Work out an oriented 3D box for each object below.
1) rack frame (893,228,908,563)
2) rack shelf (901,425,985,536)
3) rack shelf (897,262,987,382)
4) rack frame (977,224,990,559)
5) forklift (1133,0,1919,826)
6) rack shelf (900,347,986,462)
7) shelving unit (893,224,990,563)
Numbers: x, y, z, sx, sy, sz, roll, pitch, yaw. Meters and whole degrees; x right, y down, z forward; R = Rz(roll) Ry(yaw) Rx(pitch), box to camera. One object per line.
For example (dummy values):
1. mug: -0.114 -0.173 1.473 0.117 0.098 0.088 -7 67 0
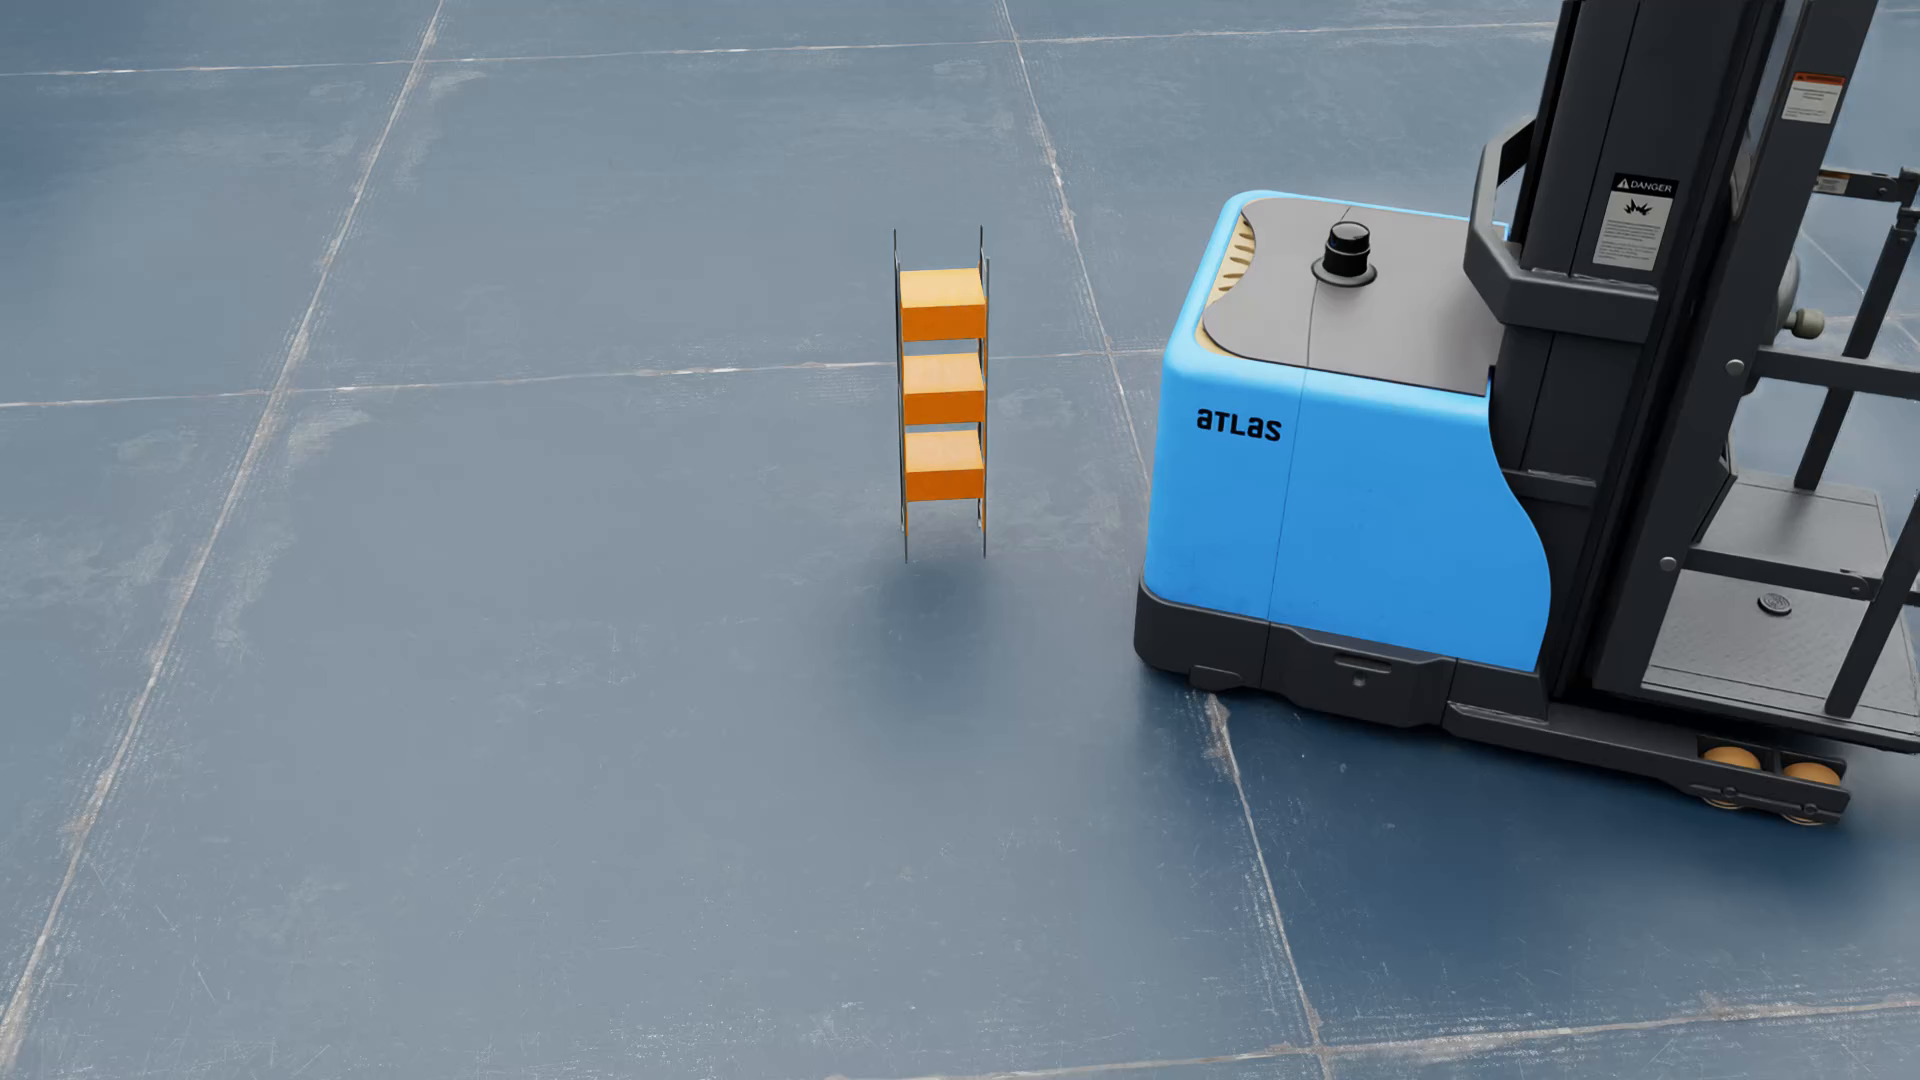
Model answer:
1. rack frame: -0.175 -0.403 4.913 0.008 1.050 0.200 -3 38 -4
2. rack shelf: -0.053 -0.183 5.100 0.240 0.259 0.215 -3 38 -4
3. rack shelf: -0.053 -0.624 4.752 0.240 0.259 0.215 -3 38 -4
4. rack frame: 0.068 -0.416 4.930 0.008 1.050 0.200 -3 38 -4
5. forklift: 2.071 -0.781 3.873 3.031 2.935 1.130 11 40 13
6. rack shelf: -0.053 -0.401 4.928 0.240 0.259 0.215 -3 38 -4
7. shelving unit: -0.053 -0.409 4.921 0.252 1.050 0.215 -3 38 -4
